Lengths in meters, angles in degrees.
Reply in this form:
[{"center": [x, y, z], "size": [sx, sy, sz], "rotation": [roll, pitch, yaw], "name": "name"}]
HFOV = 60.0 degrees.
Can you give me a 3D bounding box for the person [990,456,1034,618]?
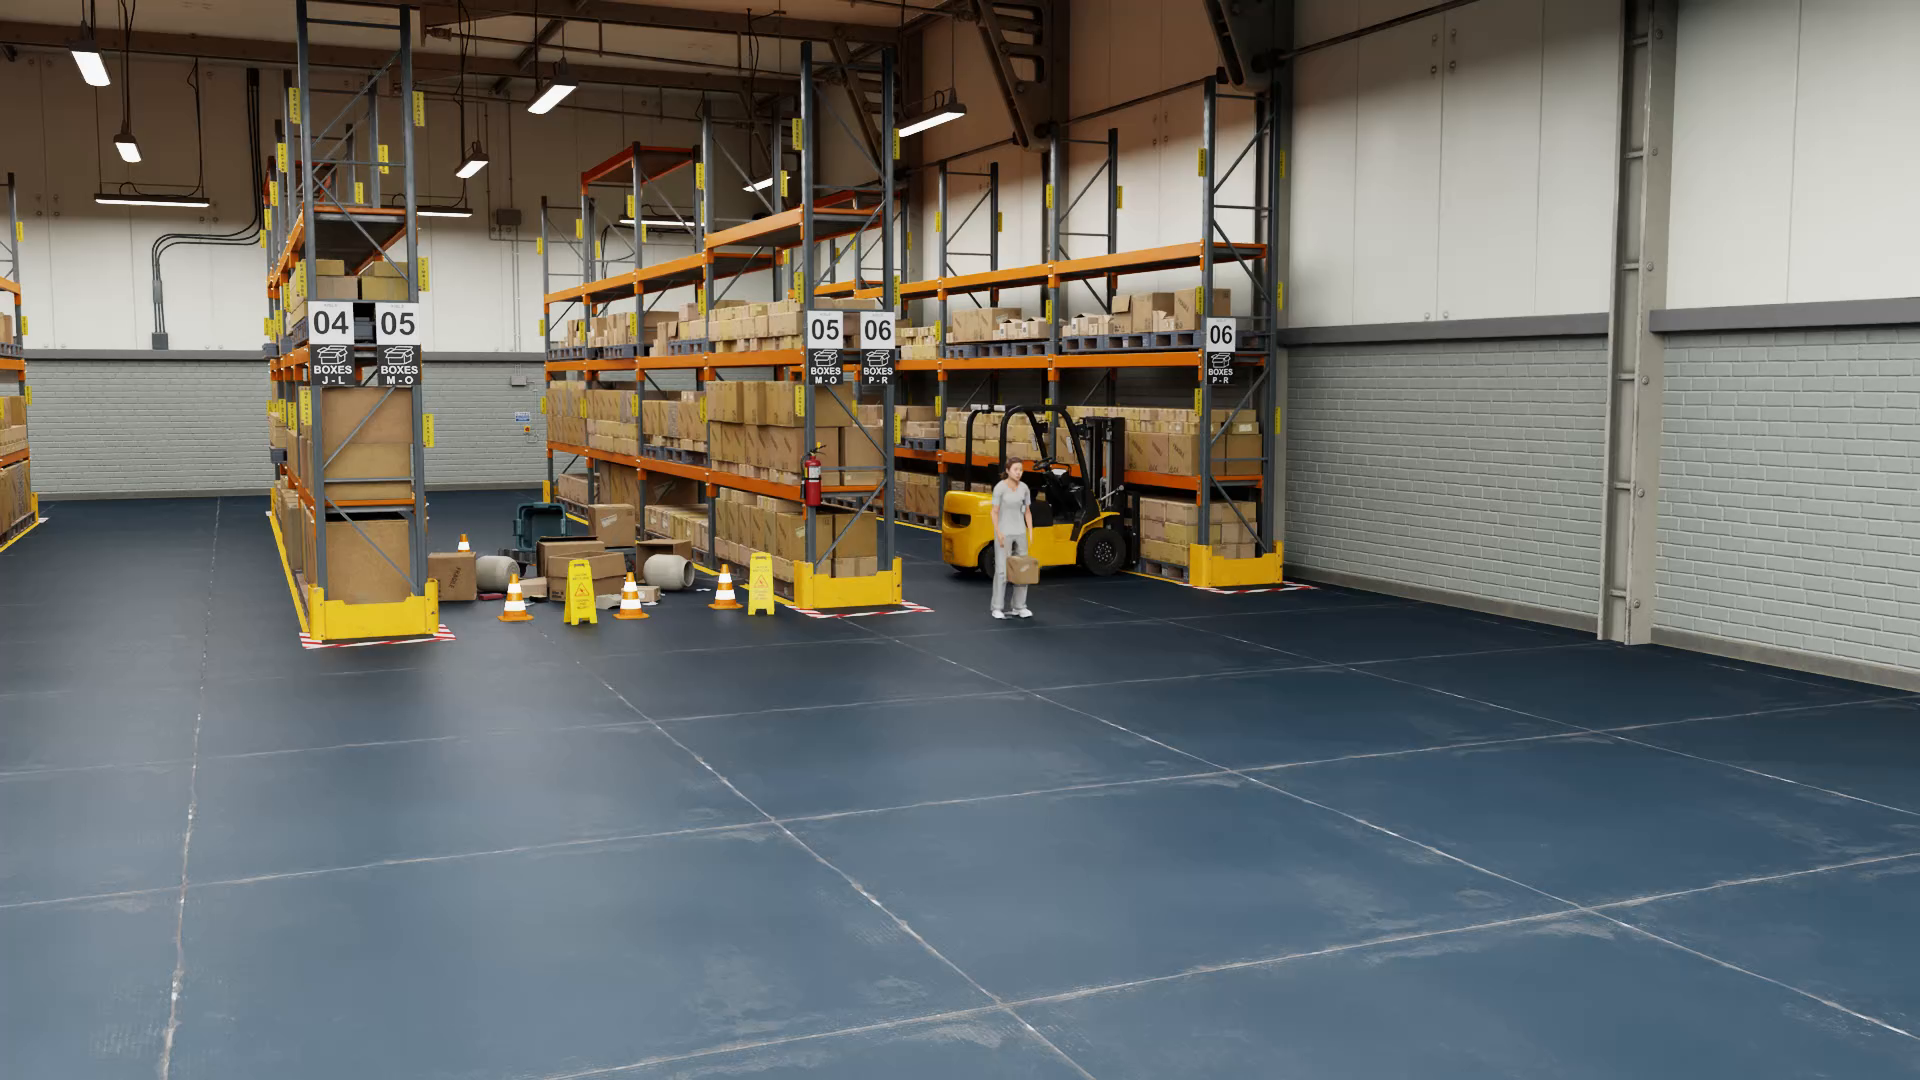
[{"center": [0.541, -0.034, 17.308], "size": [0.475, 1.676, 0.360], "rotation": [-3, 6, -25], "name": "person"}]
